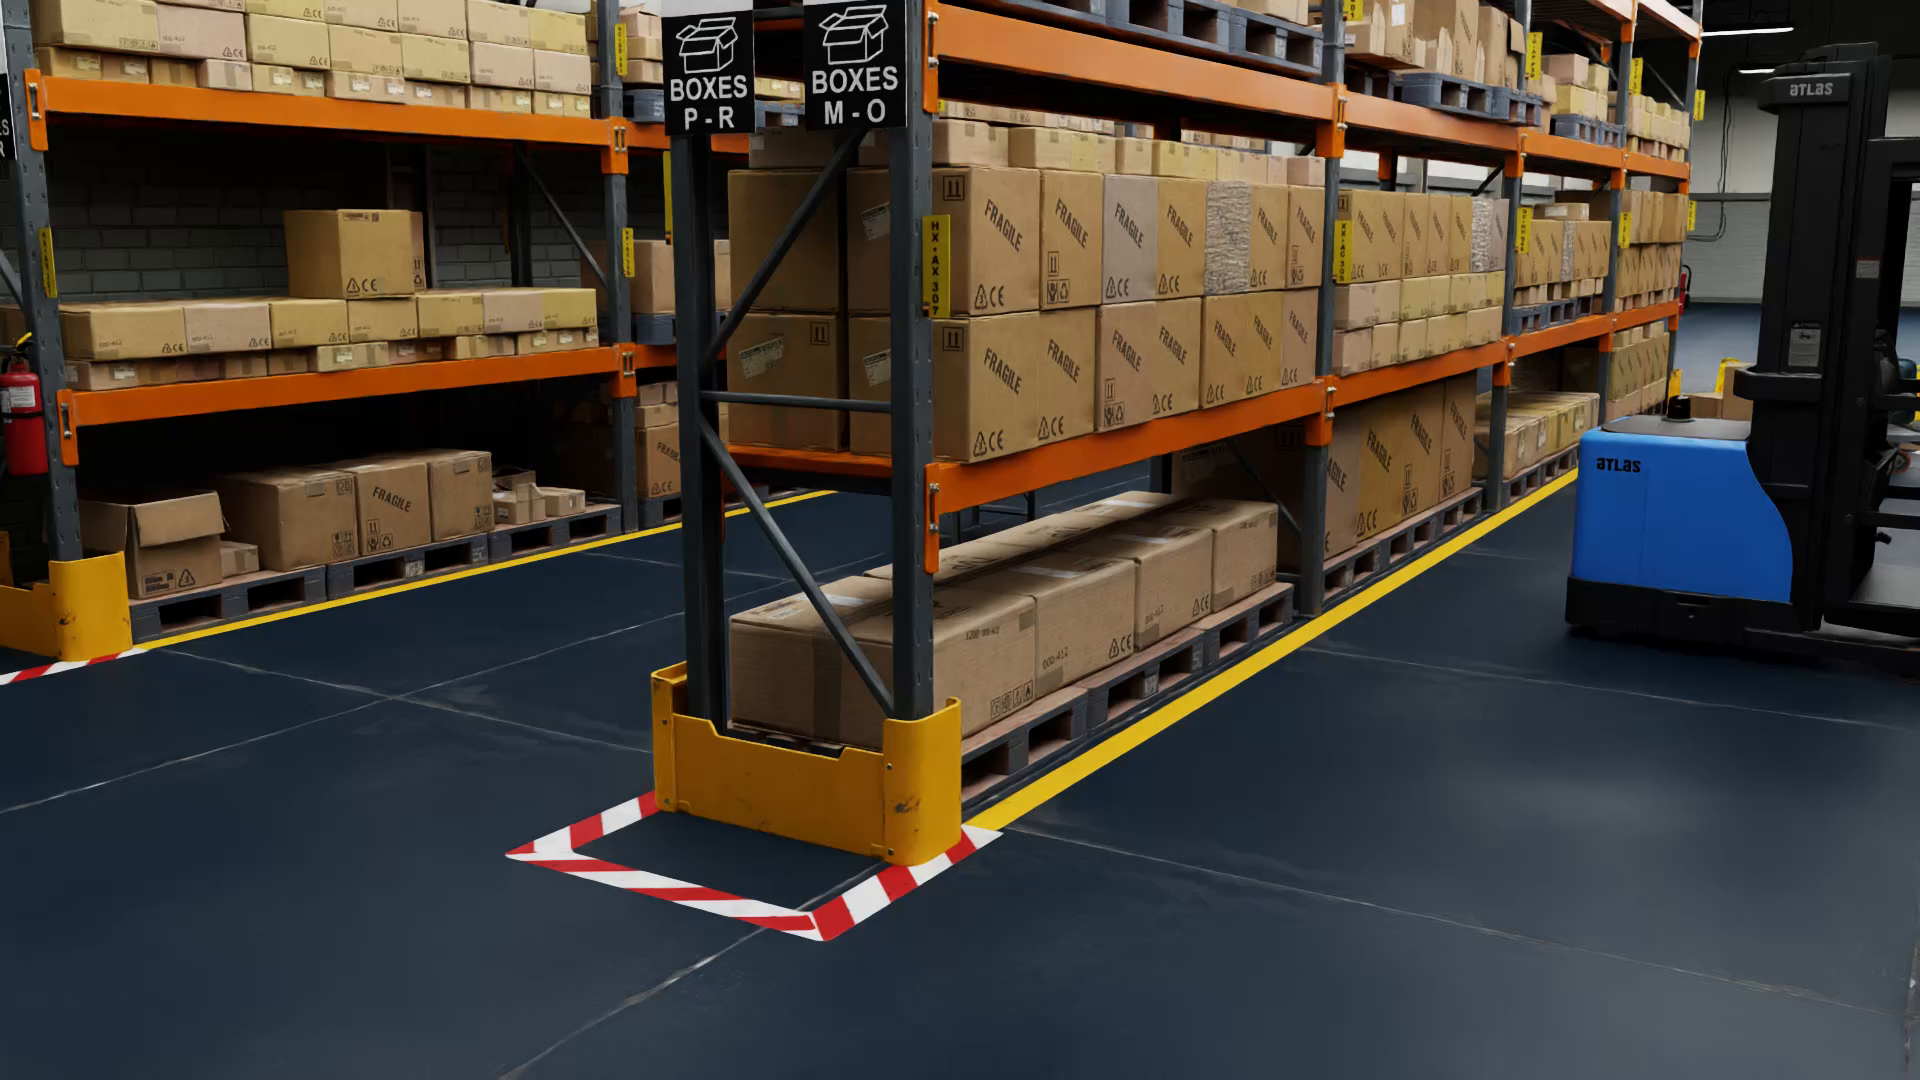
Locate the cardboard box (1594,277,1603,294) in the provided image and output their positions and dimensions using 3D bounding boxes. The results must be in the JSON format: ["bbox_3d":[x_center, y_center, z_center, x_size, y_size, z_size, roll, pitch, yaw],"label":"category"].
[{"bbox_3d":[5.652,-2.330,15.204,0.380,0.149,0.250,7,12,32],"label":"cardboard box"}]

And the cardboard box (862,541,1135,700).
[{"bbox_3d":[0.178,0.328,7.288,0.875,0.438,0.875,7,13,32],"label":"cardboard box"}]

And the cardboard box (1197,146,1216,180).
[{"bbox_3d":[0.924,-1.682,7.449,0.380,0.149,0.250,6,12,29],"label":"cardboard box"}]

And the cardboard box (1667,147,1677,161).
[{"bbox_3d":[7.545,-4.171,18.026,0.380,0.149,0.250,7,13,32],"label":"cardboard box"}]

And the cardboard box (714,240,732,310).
[{"bbox_3d":[-2.004,-1.961,12.282,0.700,0.500,0.500,7,12,31],"label":"cardboard box"}]

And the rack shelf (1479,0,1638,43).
[{"bbox_3d":[4.644,-4.438,13.664,1.077,0.370,4.000,6,12,31],"label":"rack shelf"}]

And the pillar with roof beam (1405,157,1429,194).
[{"bbox_3d":[12.293,-7.858,28.890,9.100,9.000,0.548,6,12,31],"label":"pillar with roof beam"}]

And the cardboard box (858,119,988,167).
[{"bbox_3d":[-0.126,-1.356,5.708,0.380,0.149,0.250,7,13,32],"label":"cardboard box"}]

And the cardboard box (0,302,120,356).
[{"bbox_3d":[-4.780,-1.111,8.750,0.500,0.250,0.500,7,13,32],"label":"cardboard box"}]

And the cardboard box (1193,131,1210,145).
[{"bbox_3d":[2.540,-4.905,19.572,0.797,0.503,0.637,7,13,33],"label":"cardboard box"}]

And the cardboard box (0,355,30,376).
[{"bbox_3d":[-4.849,-0.895,8.680,0.380,0.149,0.250,6,12,30],"label":"cardboard box"}]

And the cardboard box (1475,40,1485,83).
[{"bbox_3d":[3.190,-3.090,10.795,0.396,0.266,0.258,6,12,29],"label":"cardboard box"}]

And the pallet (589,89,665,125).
[{"bbox_3d":[-2.316,-3.048,11.855,1.213,0.211,1.003,6,12,31],"label":"pallet"}]

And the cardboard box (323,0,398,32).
[{"bbox_3d":[-3.561,-3.019,9.431,0.500,0.250,0.500,7,13,32],"label":"cardboard box"}]

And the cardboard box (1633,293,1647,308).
[{"bbox_3d":[6.793,-2.450,16.987,0.380,0.149,0.250,6,12,31],"label":"cardboard box"}]

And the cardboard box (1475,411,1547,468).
[{"bbox_3d":[4.284,-0.845,13.729,0.950,0.372,0.625,6,12,30],"label":"cardboard box"}]

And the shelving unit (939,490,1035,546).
[{"bbox_3d":[0.044,-0.751,11.302,0.538,1.500,1.048,6,12,31],"label":"shelving unit"}]

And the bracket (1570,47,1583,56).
[{"bbox_3d":[14.932,-11.827,40.307,0.235,0.232,0.430,6,12,31],"label":"bracket"}]

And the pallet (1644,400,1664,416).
[{"bbox_3d":[7.268,-1.476,18.681,1.003,0.211,1.213,6,12,31],"label":"pallet"}]

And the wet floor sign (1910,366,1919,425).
[{"bbox_3d":[10.365,-1.563,17.963,0.267,0.644,0.232,4,11,21],"label":"wet floor sign"}]

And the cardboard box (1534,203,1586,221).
[{"bbox_3d":[5.167,-2.826,14.327,0.380,0.149,0.250,6,12,28],"label":"cardboard box"}]

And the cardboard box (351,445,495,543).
[{"bbox_3d":[-3.377,-0.300,10.469,0.700,0.500,0.500,6,12,29],"label":"cardboard box"}]

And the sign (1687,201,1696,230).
[{"bbox_3d":[8.223,-3.652,18.717,0.100,0.325,0.005,6,12,31],"label":"sign"}]

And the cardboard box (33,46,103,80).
[{"bbox_3d":[-4.427,-2.319,8.138,0.380,0.149,0.250,7,13,32],"label":"cardboard box"}]

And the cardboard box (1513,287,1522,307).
[{"bbox_3d":[4.109,-1.883,12.815,0.380,0.149,0.250,6,12,27],"label":"cardboard box"}]

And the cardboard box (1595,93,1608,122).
[{"bbox_3d":[5.503,-3.856,14.927,0.500,0.250,0.500,6,12,30],"label":"cardboard box"}]

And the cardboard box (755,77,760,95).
[{"bbox_3d":[-1.692,-3.346,12.209,0.380,0.149,0.250,6,12,30],"label":"cardboard box"}]

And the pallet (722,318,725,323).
[{"bbox_3d":[-1.644,-1.798,13.344,1.003,0.211,1.213,6,12,31],"label":"pallet"}]

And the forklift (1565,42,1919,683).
[{"bbox_3d":[4.677,-0.862,8.007,3.031,2.935,1.130,7,13,33],"label":"forklift"}]

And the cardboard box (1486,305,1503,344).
[{"bbox_3d":[3.565,-1.547,11.889,0.500,0.250,0.500,6,12,29],"label":"cardboard box"}]

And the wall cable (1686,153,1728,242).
[{"bbox_3d":[20.618,-9.911,48.294,3.097,2.526,0.112,6,12,31],"label":"wall cable"}]

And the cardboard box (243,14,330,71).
[{"bbox_3d":[-3.805,-2.692,9.047,0.500,0.250,0.500,6,12,29],"label":"cardboard box"}]

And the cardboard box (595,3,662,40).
[{"bbox_3d":[-2.260,-3.540,11.311,0.396,0.266,0.258,6,12,30],"label":"cardboard box"}]

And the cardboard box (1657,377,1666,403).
[{"bbox_3d":[7.557,-1.682,18.531,0.500,0.250,0.500,6,12,30],"label":"cardboard box"}]

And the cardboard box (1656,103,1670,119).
[{"bbox_3d":[7.069,-4.400,17.087,0.380,0.149,0.250,7,13,32],"label":"cardboard box"}]

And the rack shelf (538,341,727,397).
[{"bbox_3d":[-1.677,-1.531,13.349,1.077,0.370,4.000,6,12,31],"label":"rack shelf"}]

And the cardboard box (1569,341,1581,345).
[{"bbox_3d":[6.023,-1.777,17.000,0.500,0.500,0.500,7,12,32],"label":"cardboard box"}]

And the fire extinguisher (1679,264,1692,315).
[{"bbox_3d":[8.213,-2.919,19.021,0.296,0.674,0.183,6,12,31],"label":"fire extinguisher"}]

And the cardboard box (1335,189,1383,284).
[{"bbox_3d":[2.003,-1.678,9.194,0.500,0.500,0.500,7,12,31],"label":"cardboard box"}]

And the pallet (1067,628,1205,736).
[{"bbox_3d":[0.435,0.579,7.701,1.003,0.211,1.213,6,12,31],"label":"pallet"}]

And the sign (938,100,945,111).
[{"bbox_3d":[-0.176,-3.875,14.360,0.100,0.325,0.005,6,12,31],"label":"sign"}]

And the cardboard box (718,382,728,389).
[{"bbox_3d":[-1.977,-1.196,13.496,0.380,0.149,0.250,6,12,28],"label":"cardboard box"}]

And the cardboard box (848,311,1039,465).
[{"bbox_3d":[-0.053,-0.564,5.960,0.500,0.500,0.500,6,12,30],"label":"cardboard box"}]

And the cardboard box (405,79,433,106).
[{"bbox_3d":[-3.347,-2.639,9.843,0.380,0.149,0.250,7,12,31],"label":"cardboard box"}]

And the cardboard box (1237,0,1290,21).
[{"bbox_3d":[1.334,-2.530,7.850,0.380,0.149,0.250,7,13,32],"label":"cardboard box"}]

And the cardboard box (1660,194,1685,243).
[{"bbox_3d":[7.235,-3.400,17.582,0.700,0.500,0.500,6,12,30],"label":"cardboard box"}]

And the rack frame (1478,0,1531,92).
[{"bbox_3d":[3.606,-4.674,11.881,1.000,3.000,0.127,6,12,31],"label":"rack frame"}]

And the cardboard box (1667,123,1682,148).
[{"bbox_3d":[7.450,-4.346,17.881,0.500,0.250,0.500,6,12,30],"label":"cardboard box"}]

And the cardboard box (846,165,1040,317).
[{"bbox_3d":[-0.055,-1.056,5.869,0.500,0.500,0.500,6,12,29],"label":"cardboard box"}]

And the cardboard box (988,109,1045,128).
[{"bbox_3d":[0.475,-4.229,15.969,0.500,0.500,0.500,7,13,32],"label":"cardboard box"}]

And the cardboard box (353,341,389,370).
[{"bbox_3d":[-3.556,-1.084,9.690,0.380,0.149,0.250,7,13,32],"label":"cardboard box"}]

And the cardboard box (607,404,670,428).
[{"bbox_3d":[-2.301,-0.897,11.899,0.380,0.149,0.250,7,13,33],"label":"cardboard box"}]

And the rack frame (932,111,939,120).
[{"bbox_3d":[-0.638,-5.148,14.410,1.000,3.000,0.127,6,12,31],"label":"rack frame"}]

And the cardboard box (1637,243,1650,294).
[{"bbox_3d":[6.662,-2.751,16.832,0.500,0.500,0.500,6,12,30],"label":"cardboard box"}]
